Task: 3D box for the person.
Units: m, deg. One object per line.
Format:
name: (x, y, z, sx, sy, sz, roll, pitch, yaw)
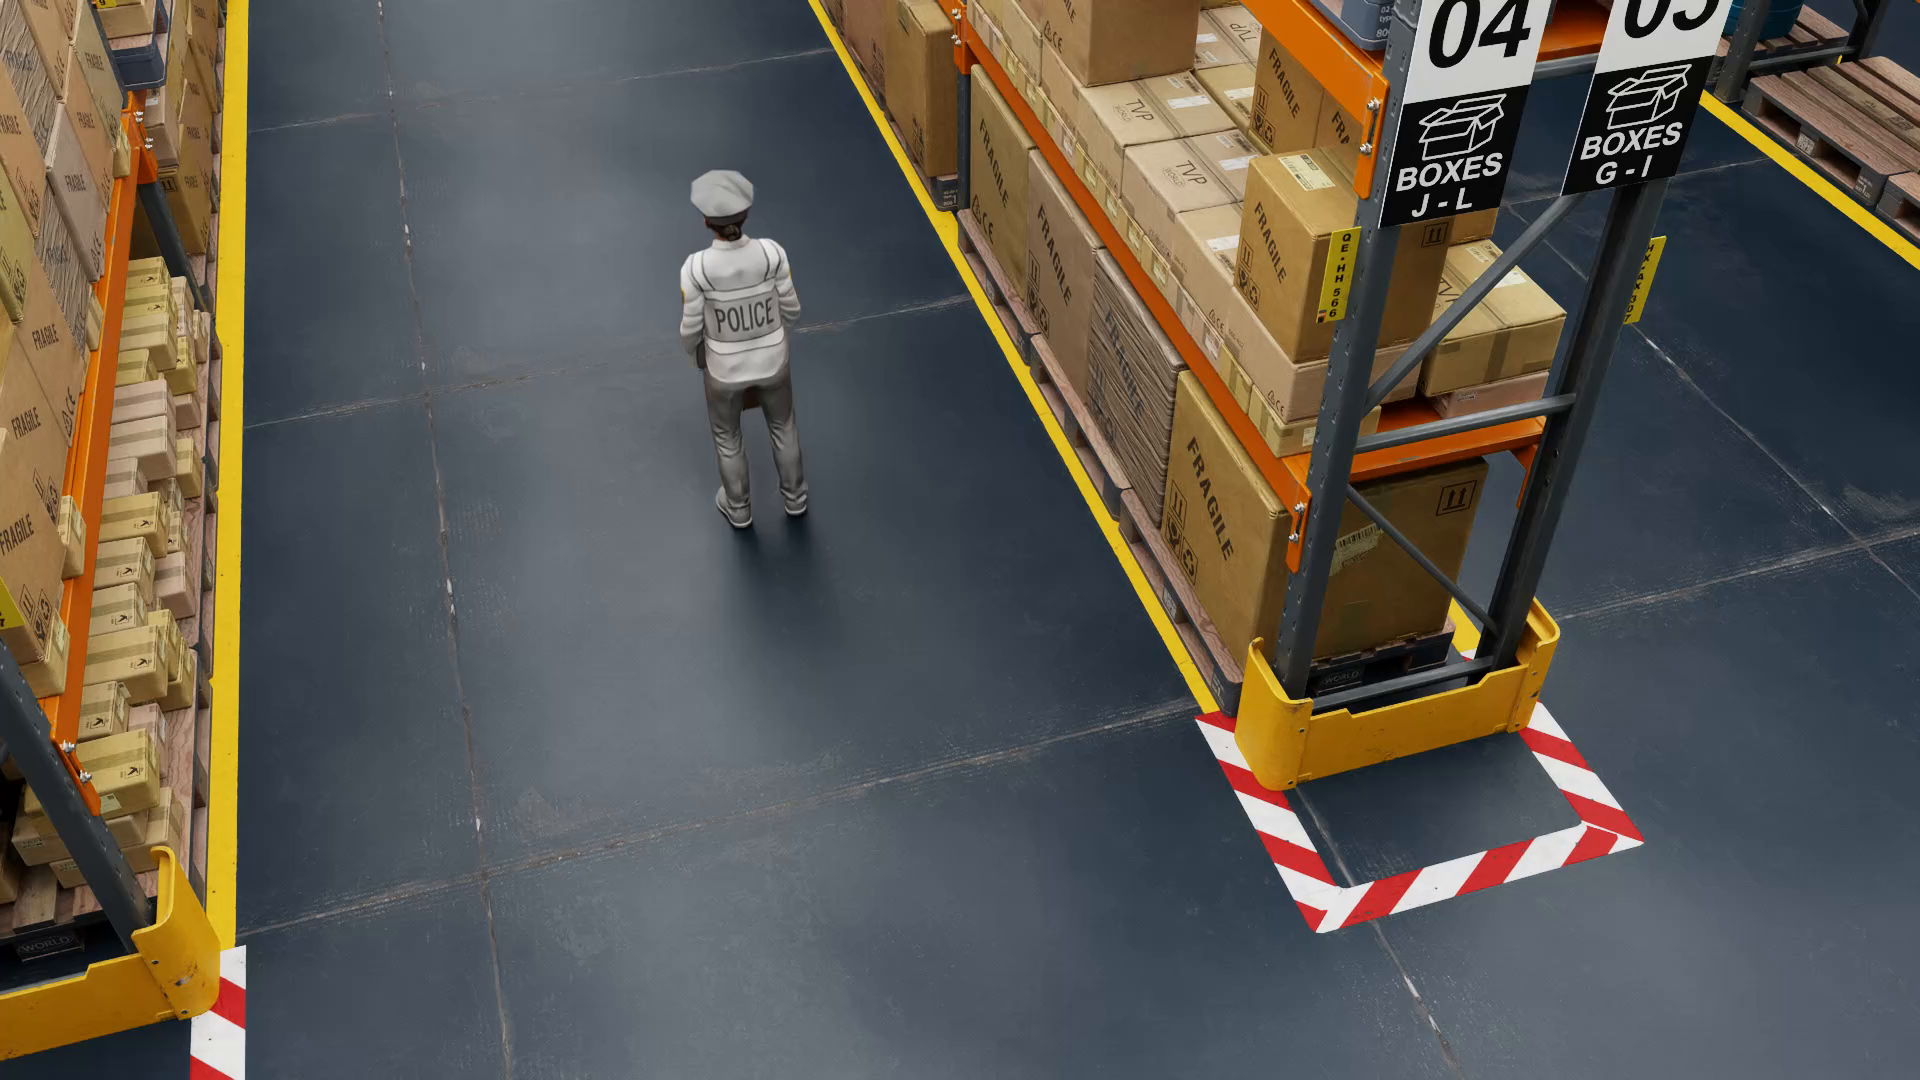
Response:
person: (-0.905, -0.752, 6.969, 0.506, 1.677, 0.360, -13, 44, -14)
